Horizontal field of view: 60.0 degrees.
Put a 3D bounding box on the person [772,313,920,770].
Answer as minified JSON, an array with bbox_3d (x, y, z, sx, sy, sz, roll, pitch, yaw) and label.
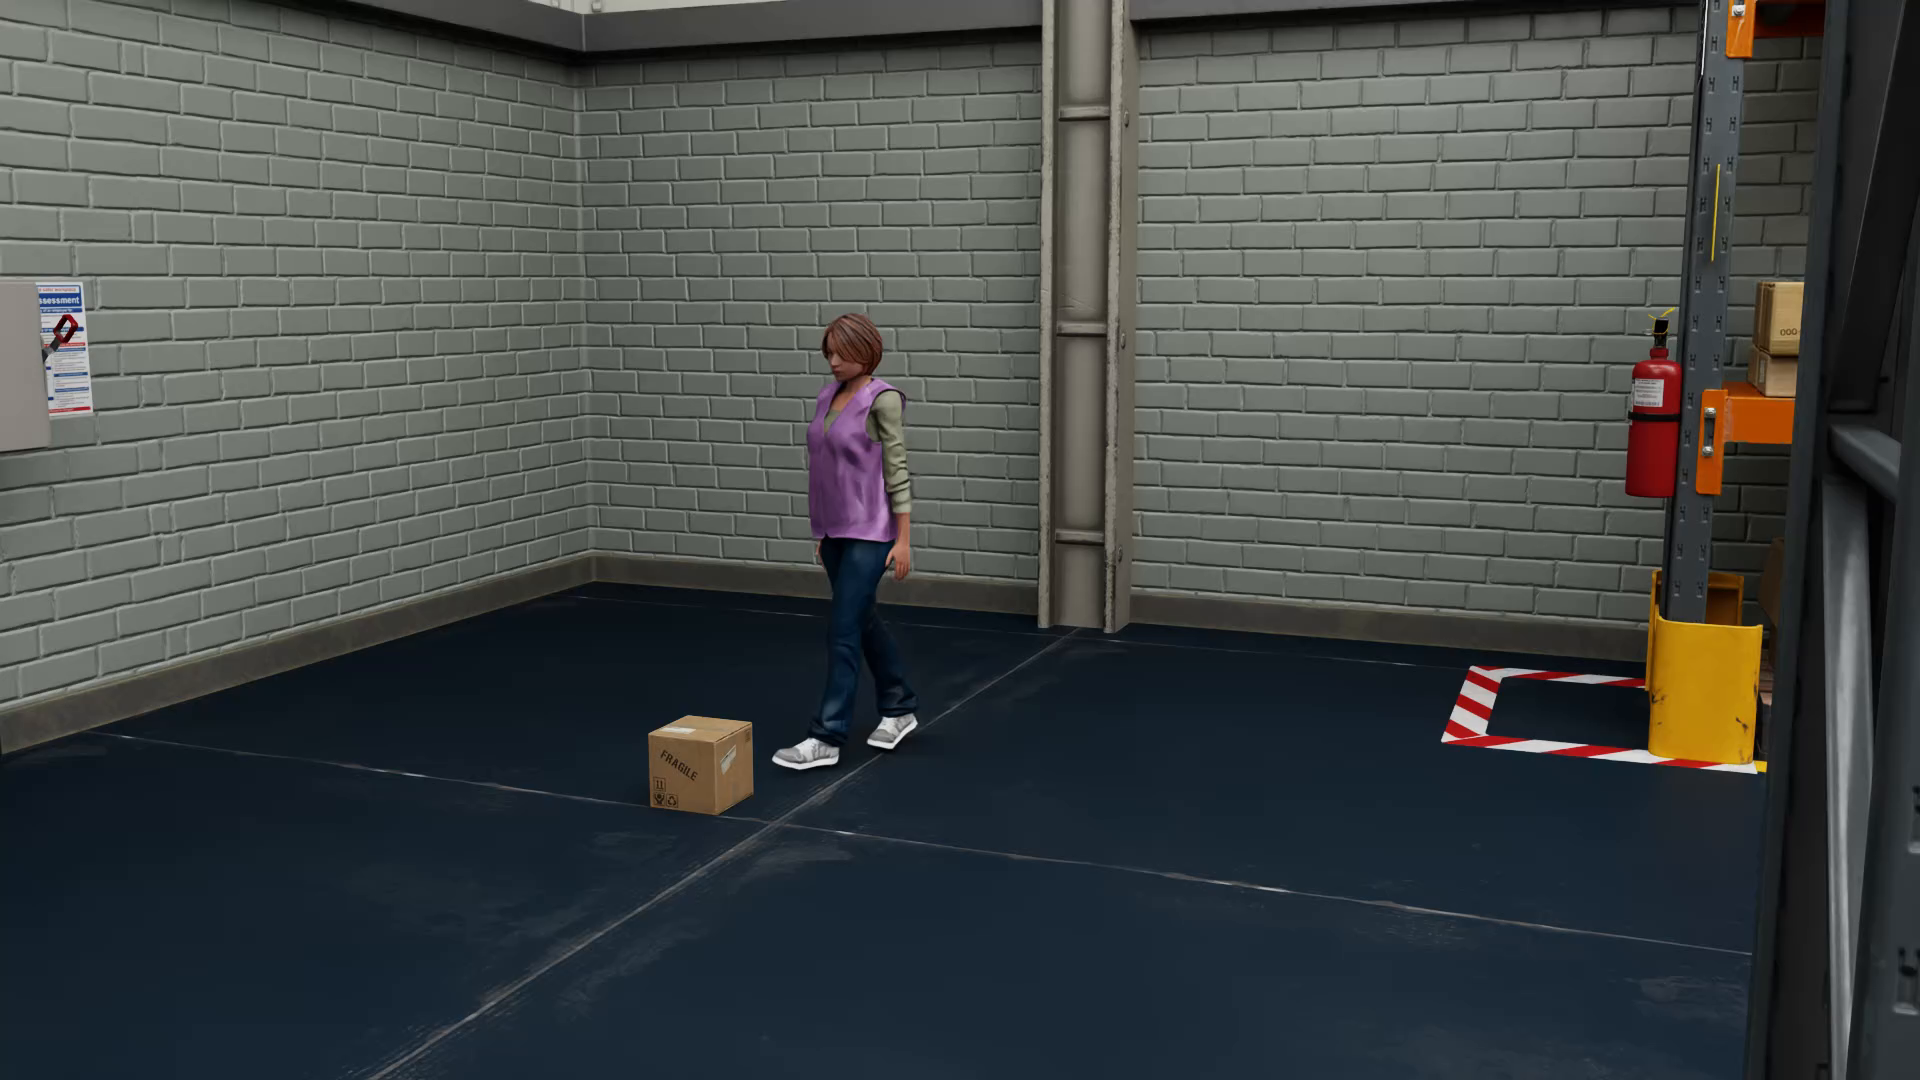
[{"bbox_3d":[-0.389,0.001,5.871,0.694,1.583,0.428,-8,12,-40],"label":"person"}]
